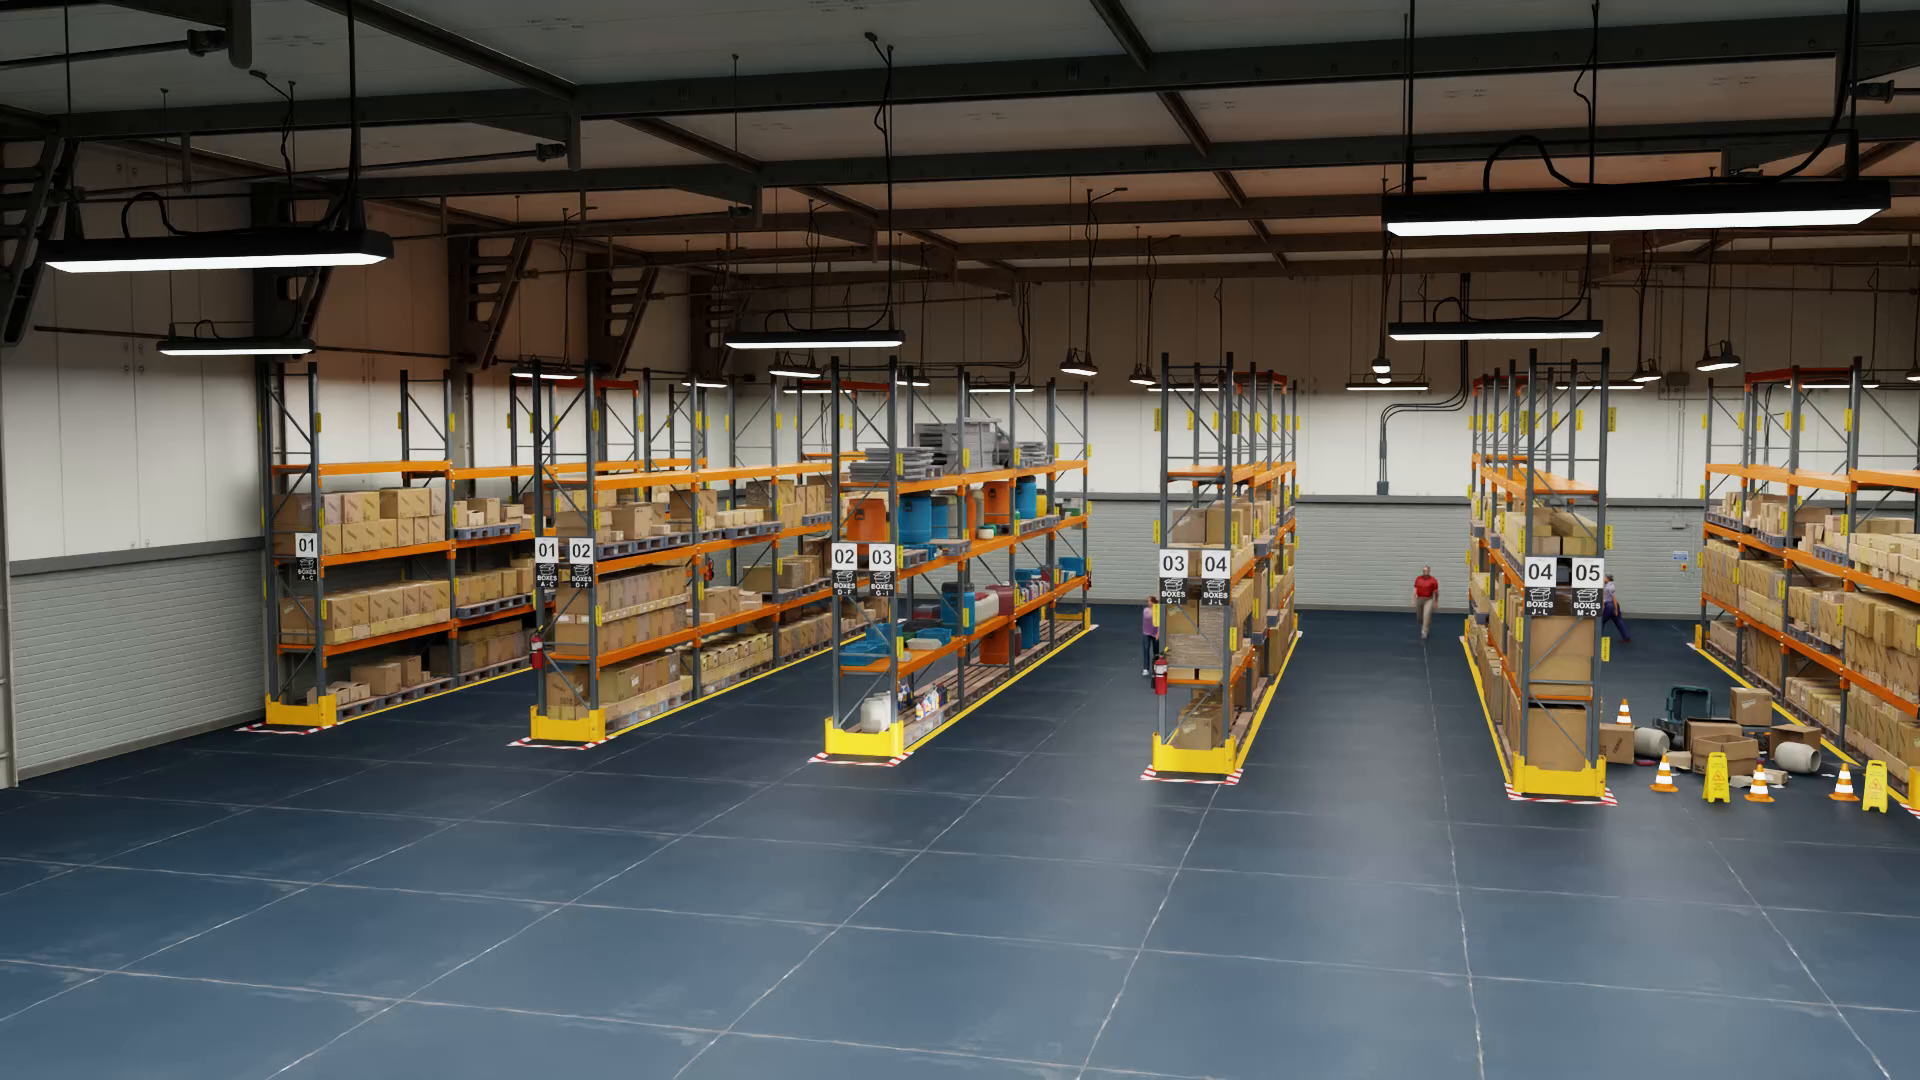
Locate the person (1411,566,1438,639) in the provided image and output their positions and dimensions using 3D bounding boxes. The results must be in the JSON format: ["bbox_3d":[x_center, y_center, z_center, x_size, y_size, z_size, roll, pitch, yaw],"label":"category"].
[{"bbox_3d":[10.810,1.428,38.624,0.572,1.674,0.998,2,5,31],"label":"person"}]

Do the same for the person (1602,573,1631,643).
[{"bbox_3d":[14.728,1.538,37.762,1.008,1.559,0.467,3,5,36],"label":"person"}]

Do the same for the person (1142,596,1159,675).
[{"bbox_3d":[3.817,1.929,33.093,0.401,1.441,0.972,1,4,13],"label":"person"}]
